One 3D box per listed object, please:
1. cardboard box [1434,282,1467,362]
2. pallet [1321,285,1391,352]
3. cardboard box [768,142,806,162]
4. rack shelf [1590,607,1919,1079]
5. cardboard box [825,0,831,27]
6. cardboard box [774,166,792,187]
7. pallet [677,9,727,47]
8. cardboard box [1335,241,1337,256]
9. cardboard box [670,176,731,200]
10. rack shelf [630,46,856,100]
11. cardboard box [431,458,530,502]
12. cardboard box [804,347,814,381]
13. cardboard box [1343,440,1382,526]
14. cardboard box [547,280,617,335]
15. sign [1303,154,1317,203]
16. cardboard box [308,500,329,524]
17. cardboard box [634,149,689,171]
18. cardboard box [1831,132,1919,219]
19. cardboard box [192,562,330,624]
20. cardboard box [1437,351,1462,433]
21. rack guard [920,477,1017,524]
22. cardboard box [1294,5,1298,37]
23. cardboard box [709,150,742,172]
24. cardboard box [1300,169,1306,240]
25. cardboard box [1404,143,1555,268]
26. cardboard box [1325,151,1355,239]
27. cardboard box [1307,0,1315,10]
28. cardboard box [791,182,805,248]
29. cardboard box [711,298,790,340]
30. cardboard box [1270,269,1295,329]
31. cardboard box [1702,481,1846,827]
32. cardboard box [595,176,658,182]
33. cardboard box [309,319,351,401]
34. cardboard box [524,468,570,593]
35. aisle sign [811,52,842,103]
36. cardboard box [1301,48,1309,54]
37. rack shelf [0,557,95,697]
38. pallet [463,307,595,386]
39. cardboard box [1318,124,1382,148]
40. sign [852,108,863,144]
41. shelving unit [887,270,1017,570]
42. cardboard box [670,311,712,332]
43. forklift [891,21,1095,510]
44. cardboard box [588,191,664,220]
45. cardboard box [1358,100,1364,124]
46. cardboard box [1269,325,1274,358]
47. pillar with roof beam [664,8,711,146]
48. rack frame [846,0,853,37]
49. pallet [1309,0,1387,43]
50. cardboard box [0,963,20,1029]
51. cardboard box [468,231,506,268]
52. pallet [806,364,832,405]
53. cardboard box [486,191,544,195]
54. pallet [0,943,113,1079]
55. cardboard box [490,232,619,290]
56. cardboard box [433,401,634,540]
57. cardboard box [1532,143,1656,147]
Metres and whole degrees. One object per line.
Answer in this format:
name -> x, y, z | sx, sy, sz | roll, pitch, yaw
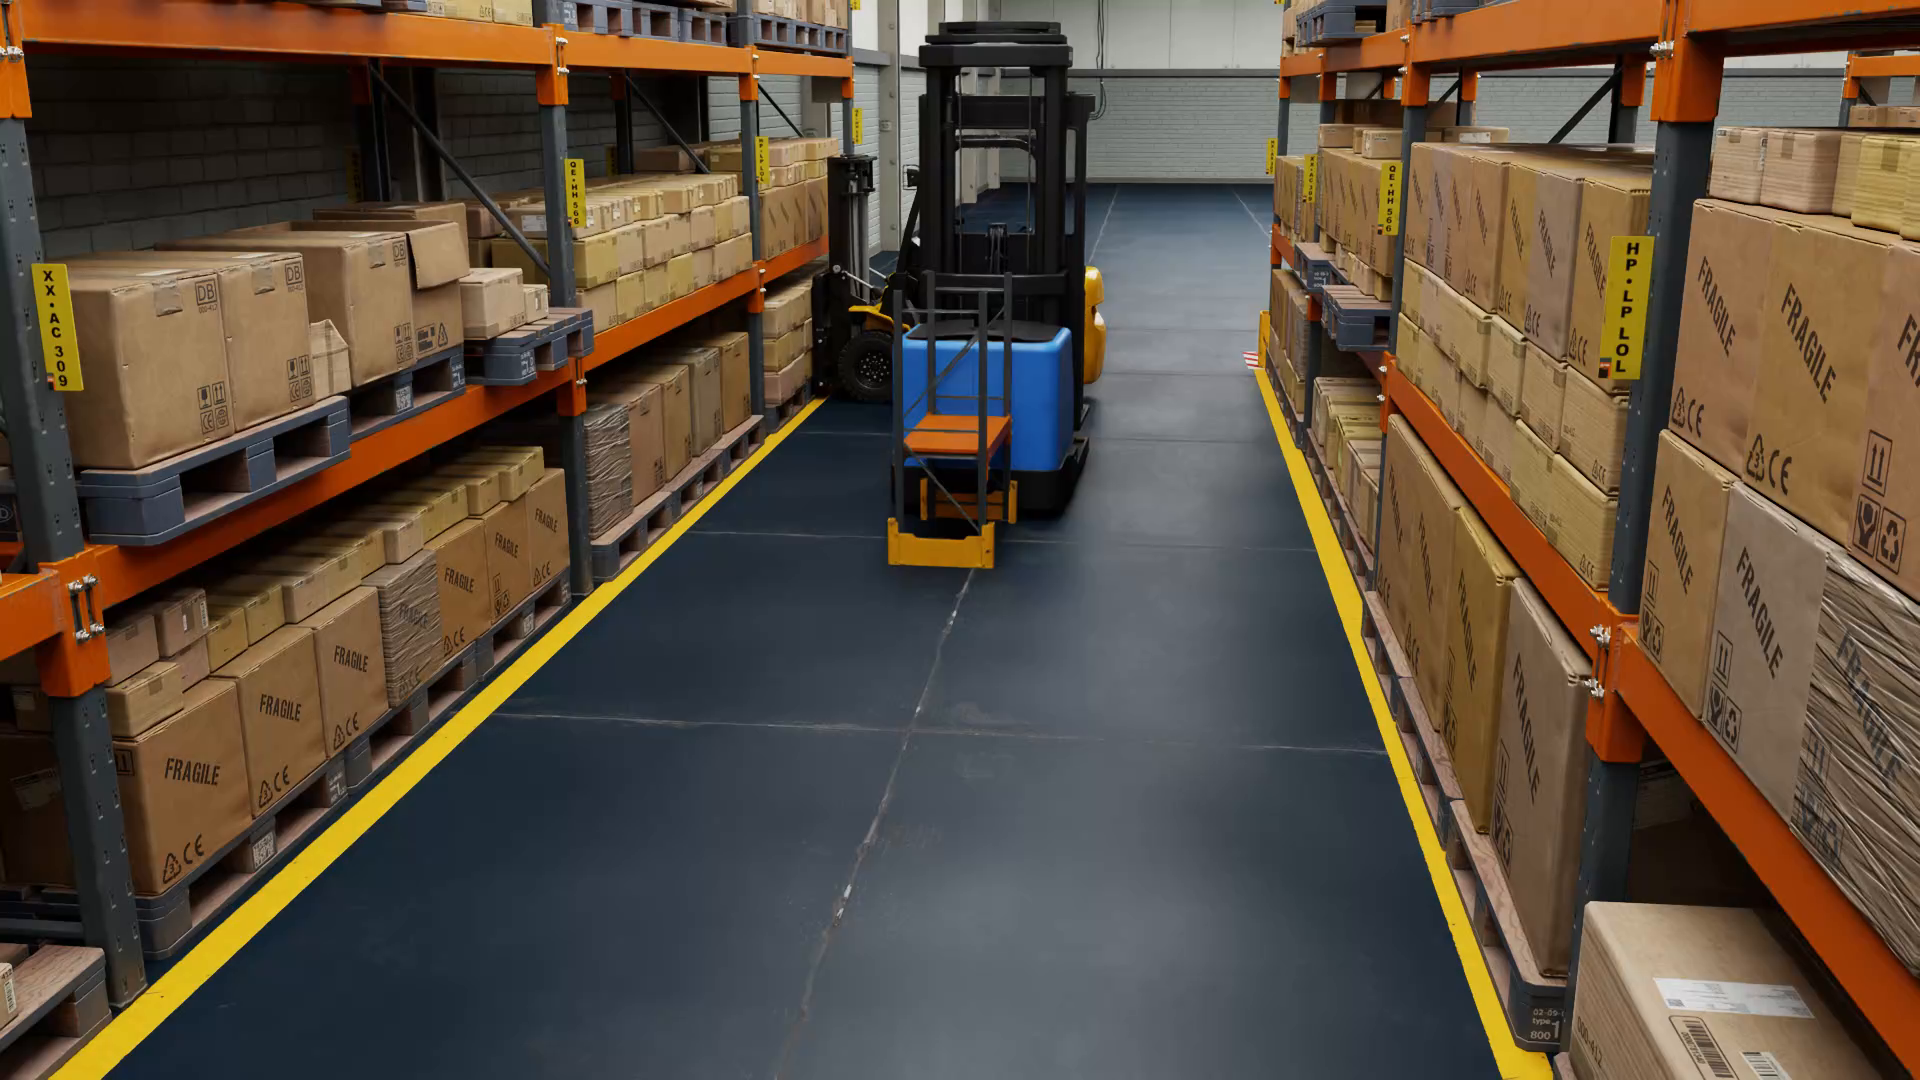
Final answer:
cardboard box -> 2.090, -0.816, 6.261 | 0.500, 0.250, 0.500 | 2, 15, 6
pallet -> 2.495, -1.129, 8.458 | 1.213, 0.211, 1.003 | 2, 15, 6
cardboard box -> -1.507, -3.262, 13.974 | 0.380, 0.149, 0.250 | 2, 15, 7
rack shelf -> 1.844, 0.870, 2.077 | 1.077, 0.370, 4.000 | 2, 15, 6
cardboard box -> -1.329, -4.598, 14.436 | 0.396, 0.266, 0.258 | 2, 15, 6
cardboard box -> -1.532, -2.850, 13.021 | 0.380, 0.149, 0.250 | 2, 15, 7
pallet -> -2.047, -3.343, 10.898 | 0.805, 0.209, 1.217 | 1, 15, 4
cardboard box -> 2.532, -1.813, 10.296 | 0.380, 0.149, 0.250 | 2, 15, 7
cardboard box -> -1.789, -2.415, 11.413 | 0.380, 0.149, 0.250 | 1, 15, 5
rack shelf -> -1.735, -3.836, 13.733 | 1.077, 0.370, 4.000 | 2, 15, 6
cardboard box -> -2.216, -0.281, 7.695 | 0.380, 0.149, 0.250 | 1, 15, 3
cardboard box -> -1.492, -1.473, 13.827 | 0.500, 0.250, 0.500 | 2, 15, 7
cardboard box -> 2.670, -0.306, 9.276 | 0.950, 0.372, 0.625 | 1, 15, 5
cardboard box -> -2.119, -1.214, 8.694 | 0.500, 0.250, 0.500 | 2, 15, 6
sign -> 2.432, -2.503, 11.514 | 0.100, 0.325, 0.005 | 2, 15, 6
cardboard box -> -2.890, -0.090, 6.990 | 0.380, 0.149, 0.250 | 1, 15, 5
cardboard box -> -2.225, -2.813, 12.314 | 0.380, 0.149, 0.250 | 2, 15, 6
cardboard box -> 1.776, -0.632, 2.901 | 0.380, 0.149, 0.250 | 2, 15, 6
cardboard box -> -2.504, 0.188, 5.962 | 0.380, 0.149, 0.250 | 2, 15, 6
cardboard box -> 2.110, -0.572, 6.319 | 0.500, 0.250, 0.500 | 2, 15, 8
rack guard -> 0.052, -0.238, 10.063 | 0.587, 0.250, 0.087 | 2, 15, 9
cardboard box -> 3.002, -4.240, 13.567 | 0.500, 0.250, 0.500 | 2, 15, 8
cardboard box -> -1.630, -2.795, 12.249 | 0.380, 0.149, 0.250 | 2, 15, 7
cardboard box -> 2.826, -2.519, 12.471 | 0.500, 0.500, 0.500 | 2, 15, 8
cardboard box -> 2.222, -1.444, 7.148 | 0.500, 0.500, 0.500 | 1, 15, 4
cardboard box -> 2.509, -2.095, 10.096 | 0.500, 0.500, 0.500 | 2, 15, 6
cardboard box -> 2.508, -3.510, 10.631 | 0.500, 0.250, 0.500 | 1, 15, 5
cardboard box -> -1.553, -2.639, 13.483 | 0.500, 0.500, 0.500 | 2, 15, 6
cardboard box -> -1.594, -1.691, 12.715 | 0.500, 0.250, 0.500 | 1, 15, 5
cardboard box -> 3.055, -2.139, 14.851 | 0.500, 0.500, 0.500 | 1, 15, 4
cardboard box -> 1.695, 0.200, 2.985 | 0.500, 0.500, 0.500 | 2, 15, 7
cardboard box -> -2.296, -2.425, 11.449 | 0.380, 0.149, 0.250 | 1, 15, 4
cardboard box -> -2.325, -0.628, 5.692 | 0.396, 0.266, 0.258 | 2, 15, 9
cardboard box -> -2.246, -0.059, 8.118 | 0.500, 0.500, 0.500 | 2, 15, 8
aisle sign -> -1.210, -4.517, 15.640 | 0.394, 0.787, 0.004 | 2, 15, 6
cardboard box -> 2.932, -3.954, 13.273 | 0.380, 0.149, 0.250 | 1, 15, 5
rack shelf -> -3.089, 0.725, 2.614 | 1.077, 0.370, 4.000 | 2, 15, 6
pallet -> -2.418, -0.908, 7.642 | 1.213, 0.211, 1.003 | 2, 15, 6
cardboard box -> 2.568, -2.667, 10.971 | 0.380, 0.149, 0.250 | 2, 15, 6
sign -> -0.971, -3.907, 15.694 | 0.100, 0.325, 0.005 | 2, 15, 6
shelving unit -> -0.026, -0.713, 9.425 | 0.587, 1.500, 1.083 | 2, 15, 9
cardboard box -> -2.097, -1.708, 12.779 | 0.500, 0.250, 0.500 | 2, 15, 7
forklift -> 0.314, -1.935, 11.203 | 1.130, 2.935, 3.031 | 2, 15, 9
cardboard box -> -1.948, -1.949, 9.690 | 0.380, 0.149, 0.250 | 2, 15, 7
cardboard box -> 3.316, -2.985, 12.278 | 0.700, 0.500, 0.500 | 2, 15, 7
cardboard box -> 3.058, -1.783, 14.972 | 0.500, 0.250, 0.500 | 2, 15, 6
pillar with roof beam -> 1.794, -5.869, 14.127 | 9.100, 9.000, 0.400 | 2, 15, 6
rack frame -> -1.509, -6.150, 15.165 | 1.000, 3.000, 0.127 | 2, 15, 6
pallet -> 2.683, -3.002, 9.632 | 1.213, 0.211, 1.003 | 2, 15, 6
cardboard box -> -2.634, 1.185, 4.189 | 0.380, 0.149, 0.250 | 1, 15, 5
cardboard box -> -2.637, -1.472, 8.691 | 0.500, 0.250, 0.500 | 2, 15, 8
pallet -> -1.694, -1.393, 14.408 | 1.003, 0.211, 1.213 | 2, 15, 6
cardboard box -> -2.557, -1.966, 9.750 | 0.380, 0.149, 0.250 | 1, 15, 5
pallet -> -2.942, 1.383, 4.144 | 1.003, 0.211, 1.213 | 2, 15, 6
cardboard box -> -2.094, -1.455, 8.626 | 0.500, 0.250, 0.500 | 2, 15, 6
cardboard box -> -2.328, -0.397, 9.127 | 0.875, 0.625, 0.625 | 2, 15, 8
cardboard box -> 2.722, -1.423, 7.070 | 0.500, 0.500, 0.500 | 1, 15, 5
